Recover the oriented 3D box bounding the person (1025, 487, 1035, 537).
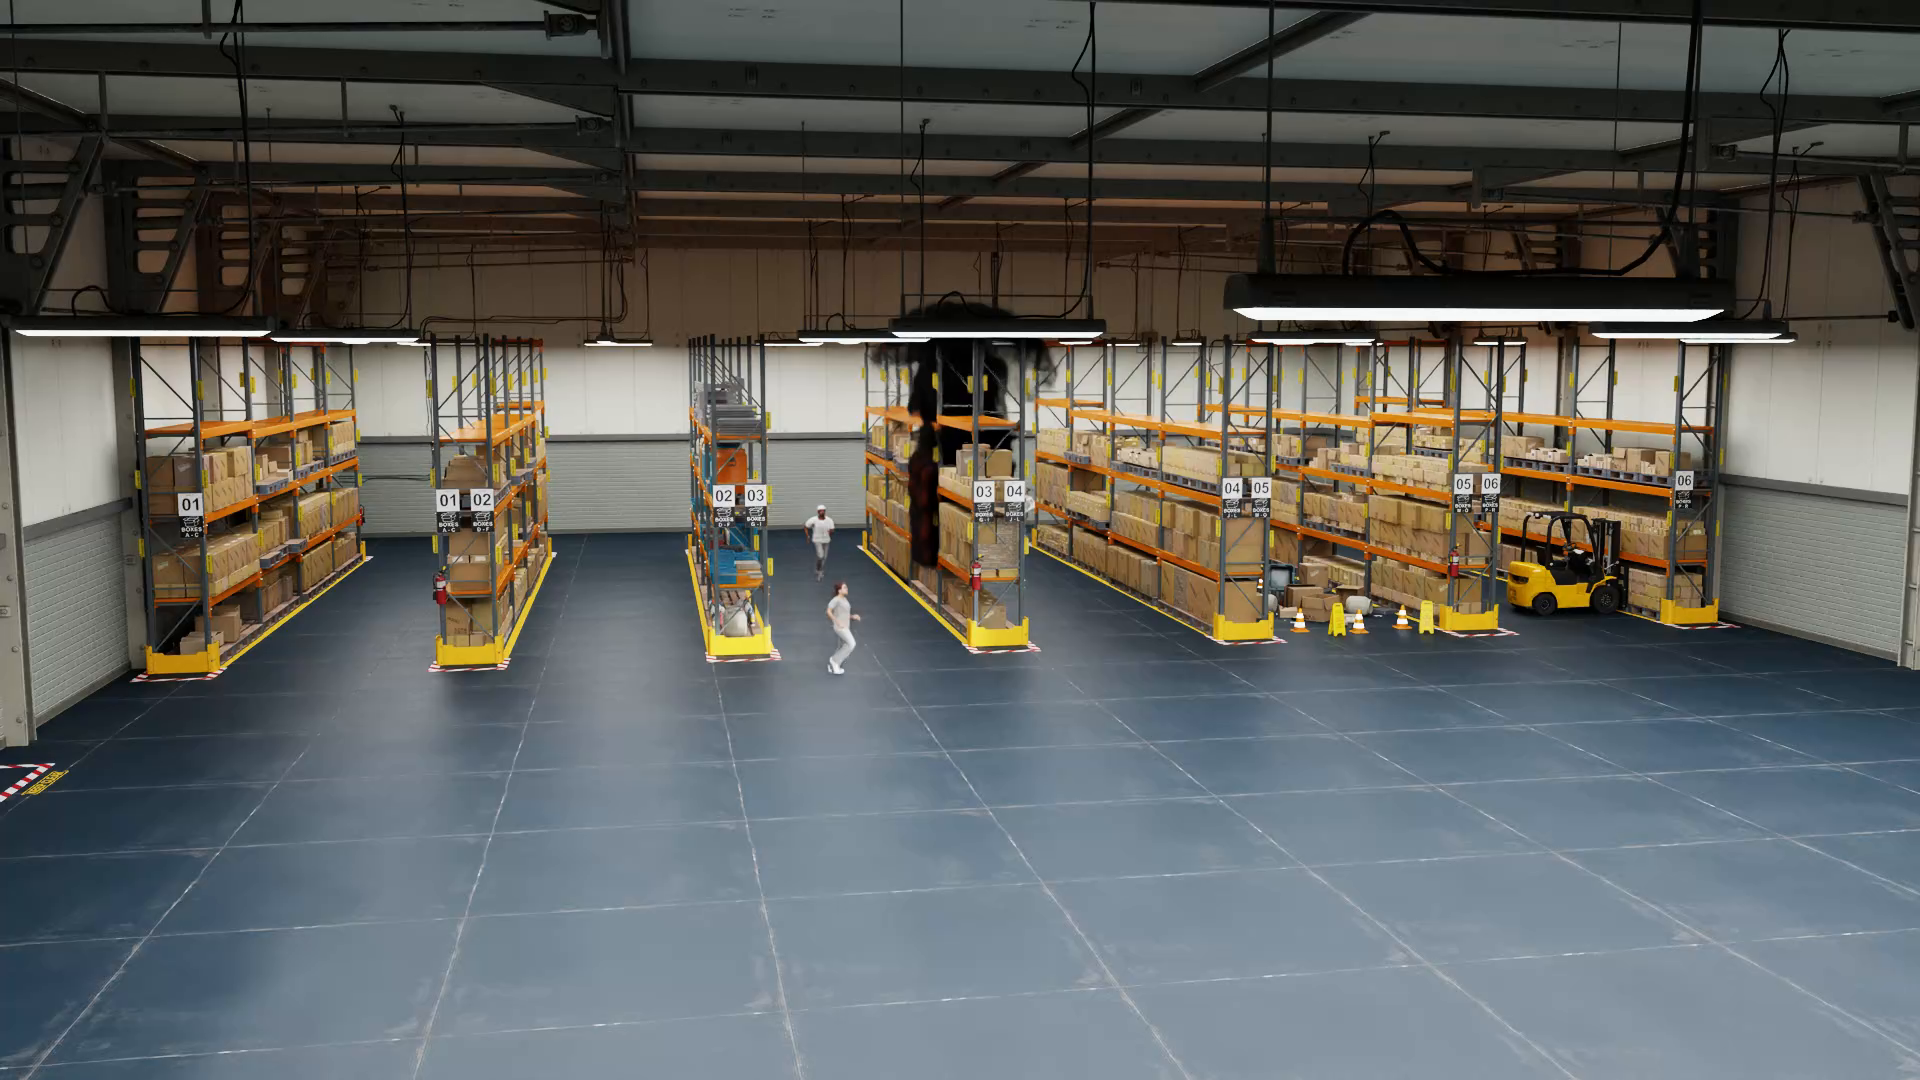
[{"bbox_3d":[1.859,-0.765,49.494,0.502,1.677,0.690,-4,7,-28],"label":"person"}]

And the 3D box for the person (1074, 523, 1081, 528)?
[{"bbox_3d":[3.364,-0.773,49.970,0.694,1.564,0.541,5,8,37],"label":"person"}]

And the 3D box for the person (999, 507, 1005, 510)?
[{"bbox_3d":[0.910,-0.697,48.695,0.869,1.743,0.791,2,7,16],"label":"person"}]

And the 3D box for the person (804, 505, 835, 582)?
[{"bbox_3d":[-3.269,0.079,39.287,0.676,1.813,0.676,-3,7,-25],"label":"person"}]

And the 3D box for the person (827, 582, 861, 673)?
[{"bbox_3d":[-2.054,1.544,29.337,0.583,1.627,0.537,2,7,15],"label":"person"}]
